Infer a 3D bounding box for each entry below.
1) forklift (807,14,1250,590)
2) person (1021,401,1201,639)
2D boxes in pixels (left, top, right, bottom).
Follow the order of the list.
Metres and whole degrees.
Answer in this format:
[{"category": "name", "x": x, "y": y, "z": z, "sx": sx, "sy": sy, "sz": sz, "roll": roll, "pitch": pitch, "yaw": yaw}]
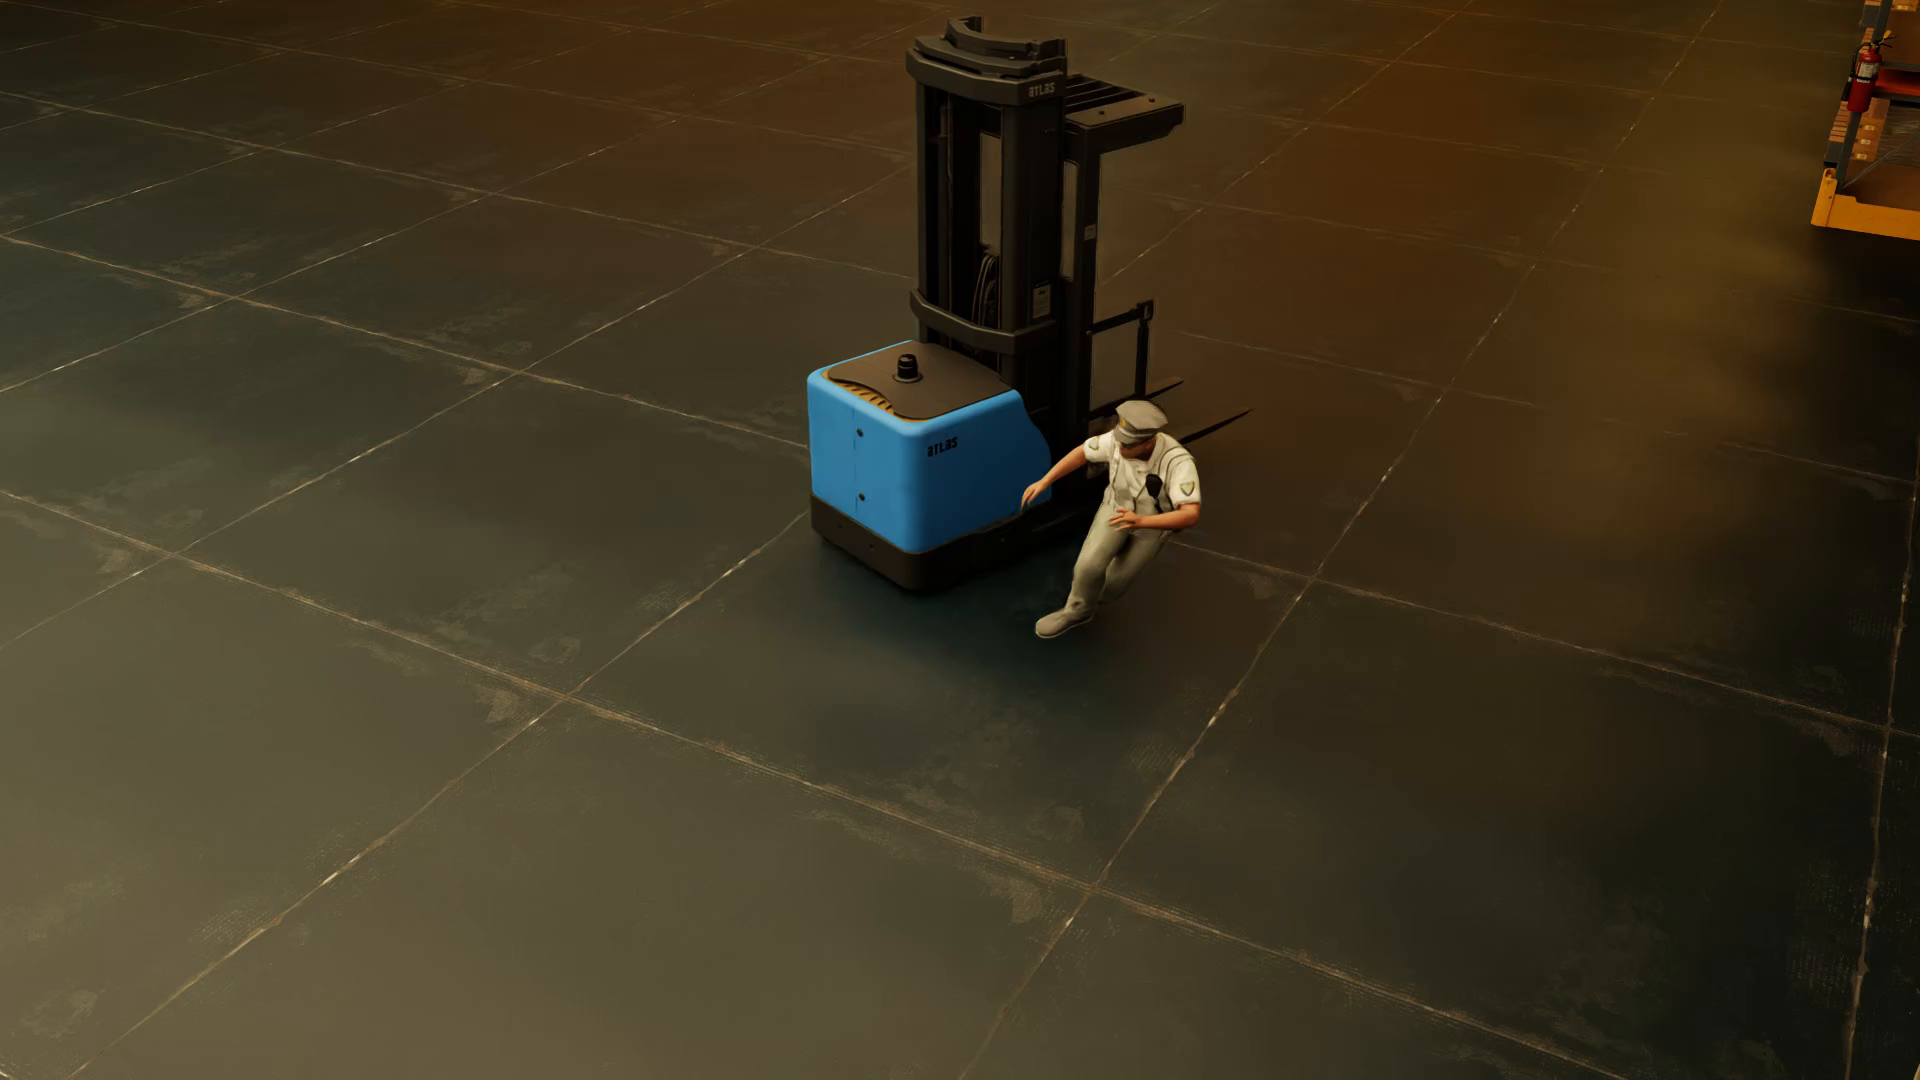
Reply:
[{"category": "forklift", "x": 0.560, "y": -1.589, "z": 9.824, "sx": 3.031, "sy": 2.935, "sz": 1.130, "roll": -23, "pitch": 37, "yaw": -34}, {"category": "person", "x": 0.782, "y": -0.045, "z": 8.592, "sx": 0.990, "sy": 1.521, "sz": 0.918, "roll": 11, "pitch": 32, "yaw": 19}]
